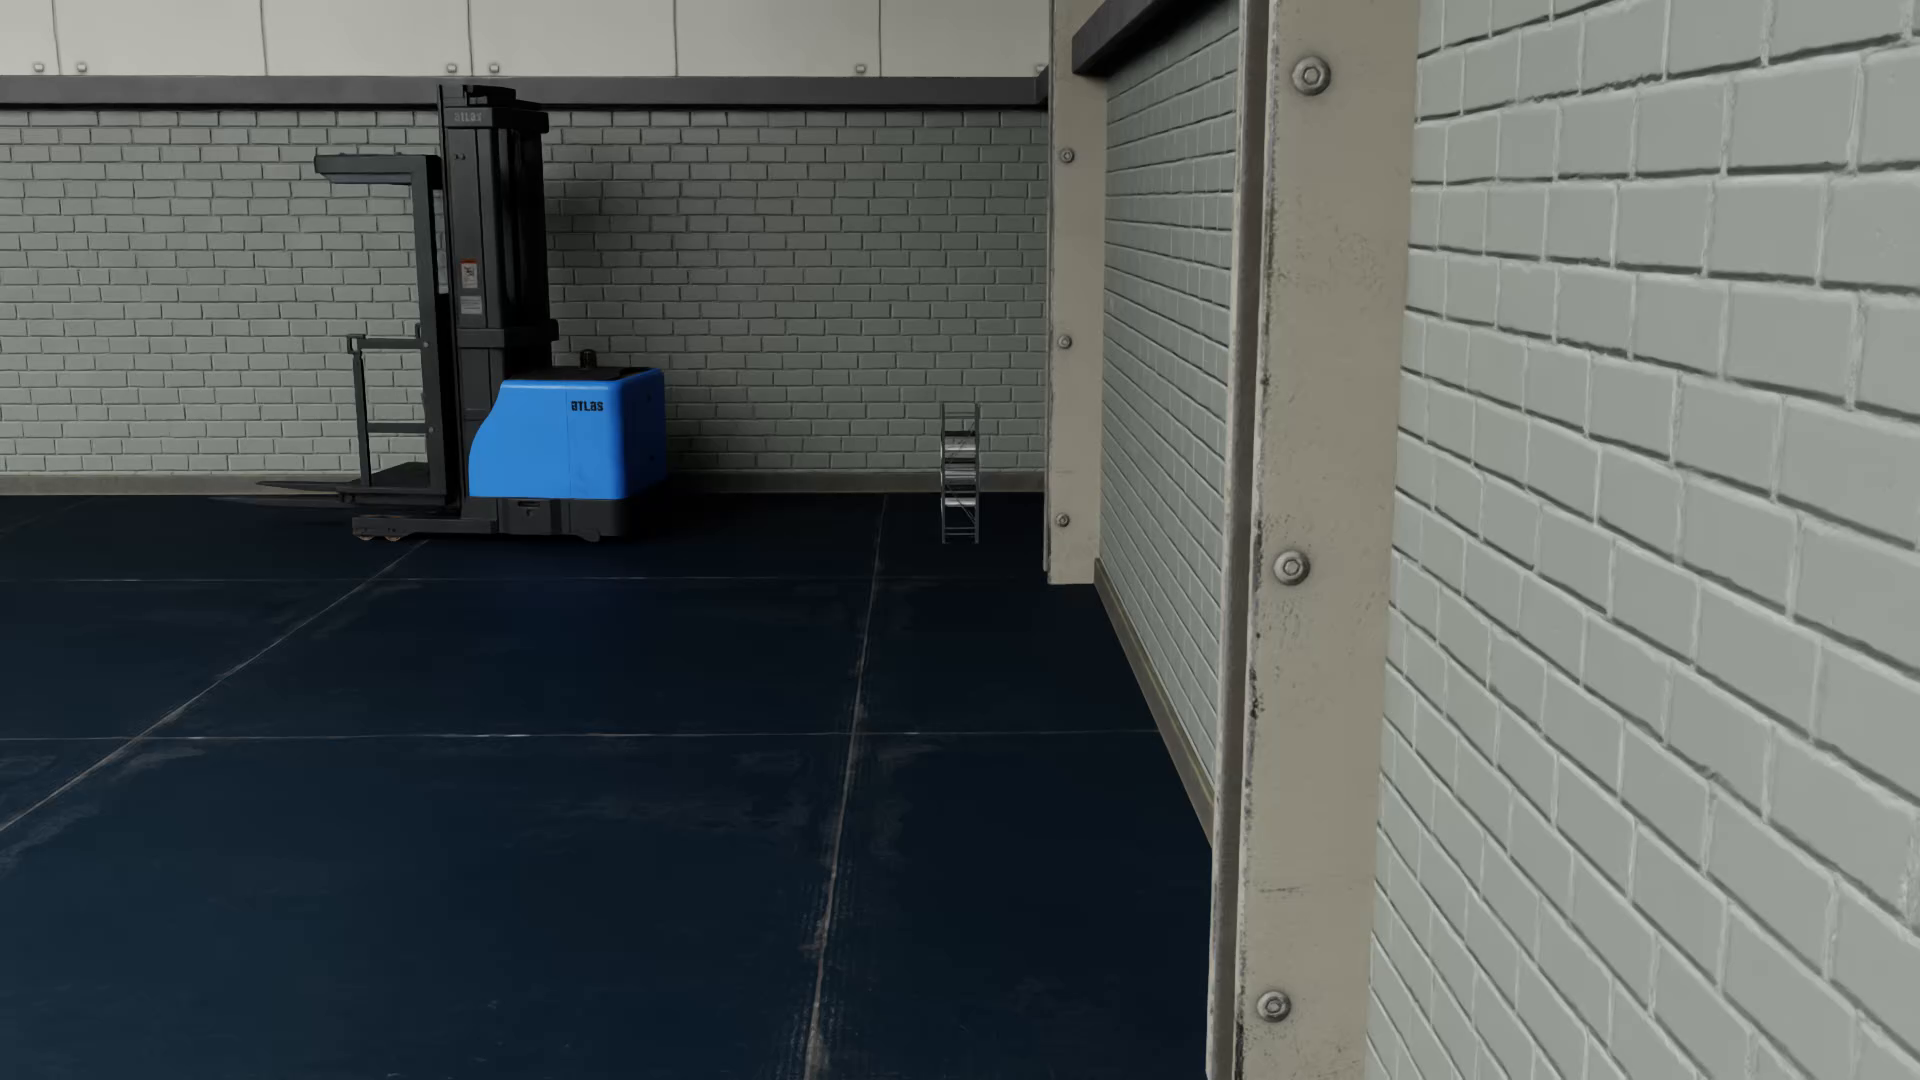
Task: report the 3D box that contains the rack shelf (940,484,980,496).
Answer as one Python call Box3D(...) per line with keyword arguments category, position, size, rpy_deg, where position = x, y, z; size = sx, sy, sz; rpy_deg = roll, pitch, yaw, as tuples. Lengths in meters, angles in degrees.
Box3D(category="rack shelf", position=(0.000, -0.319, 10.986), size=(0.258, 0.077, 0.200), rpy_deg=(0, 11, -1))

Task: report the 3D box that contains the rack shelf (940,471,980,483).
Box3D(category="rack shelf", position=(0.000, -0.407, 10.968), size=(0.258, 0.077, 0.200), rpy_deg=(0, 11, -1))

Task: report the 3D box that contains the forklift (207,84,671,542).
Box3D(category="forklift", position=(-3.599, -1.531, 11.235), size=(3.031, 2.935, 1.130), rpy_deg=(2, 12, 7))

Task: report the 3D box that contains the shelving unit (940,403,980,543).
Box3D(category="shelving unit", position=(0.000, -0.439, 10.962), size=(0.258, 0.900, 0.210), rpy_deg=(0, 11, -1))

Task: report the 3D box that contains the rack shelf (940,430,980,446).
Box3D(category="rack shelf", position=(0.000, -0.671, 10.915), size=(0.258, 0.077, 0.200), rpy_deg=(0, 11, -1))

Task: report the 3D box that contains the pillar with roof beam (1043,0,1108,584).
Box3D(category="pillar with roof beam", position=(-3.635, -4.176, 9.009), size=(9.100, 9.000, 0.400), rpy_deg=(0, 11, -1))

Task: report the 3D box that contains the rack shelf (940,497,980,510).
Box3D(category="rack shelf", position=(0.000, -0.230, 11.004), size=(0.258, 0.077, 0.200), rpy_deg=(0, 11, -1))

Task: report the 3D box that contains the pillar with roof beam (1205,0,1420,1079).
Box3D(category="pillar with roof beam", position=(-3.511, -2.983, 3.130), size=(9.100, 9.000, 0.400), rpy_deg=(0, 11, -1))

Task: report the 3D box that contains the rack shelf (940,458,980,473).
Box3D(category="rack shelf", position=(0.000, -0.495, 10.950), size=(0.258, 0.077, 0.200), rpy_deg=(0, 11, -1))

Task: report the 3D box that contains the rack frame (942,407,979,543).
Box3D(category="rack frame", position=(0.002, -0.419, 10.862), size=(0.240, 0.900, 0.006), rpy_deg=(0, 11, -1))

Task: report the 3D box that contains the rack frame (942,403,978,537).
Box3D(category="rack frame", position=(-0.002, -0.460, 11.061), size=(0.240, 0.900, 0.006), rpy_deg=(0, 11, -1))

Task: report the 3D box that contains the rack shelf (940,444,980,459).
Box3D(category="rack shelf", position=(0.000, -0.583, 10.933), size=(0.258, 0.077, 0.200), rpy_deg=(0, 11, -1))
